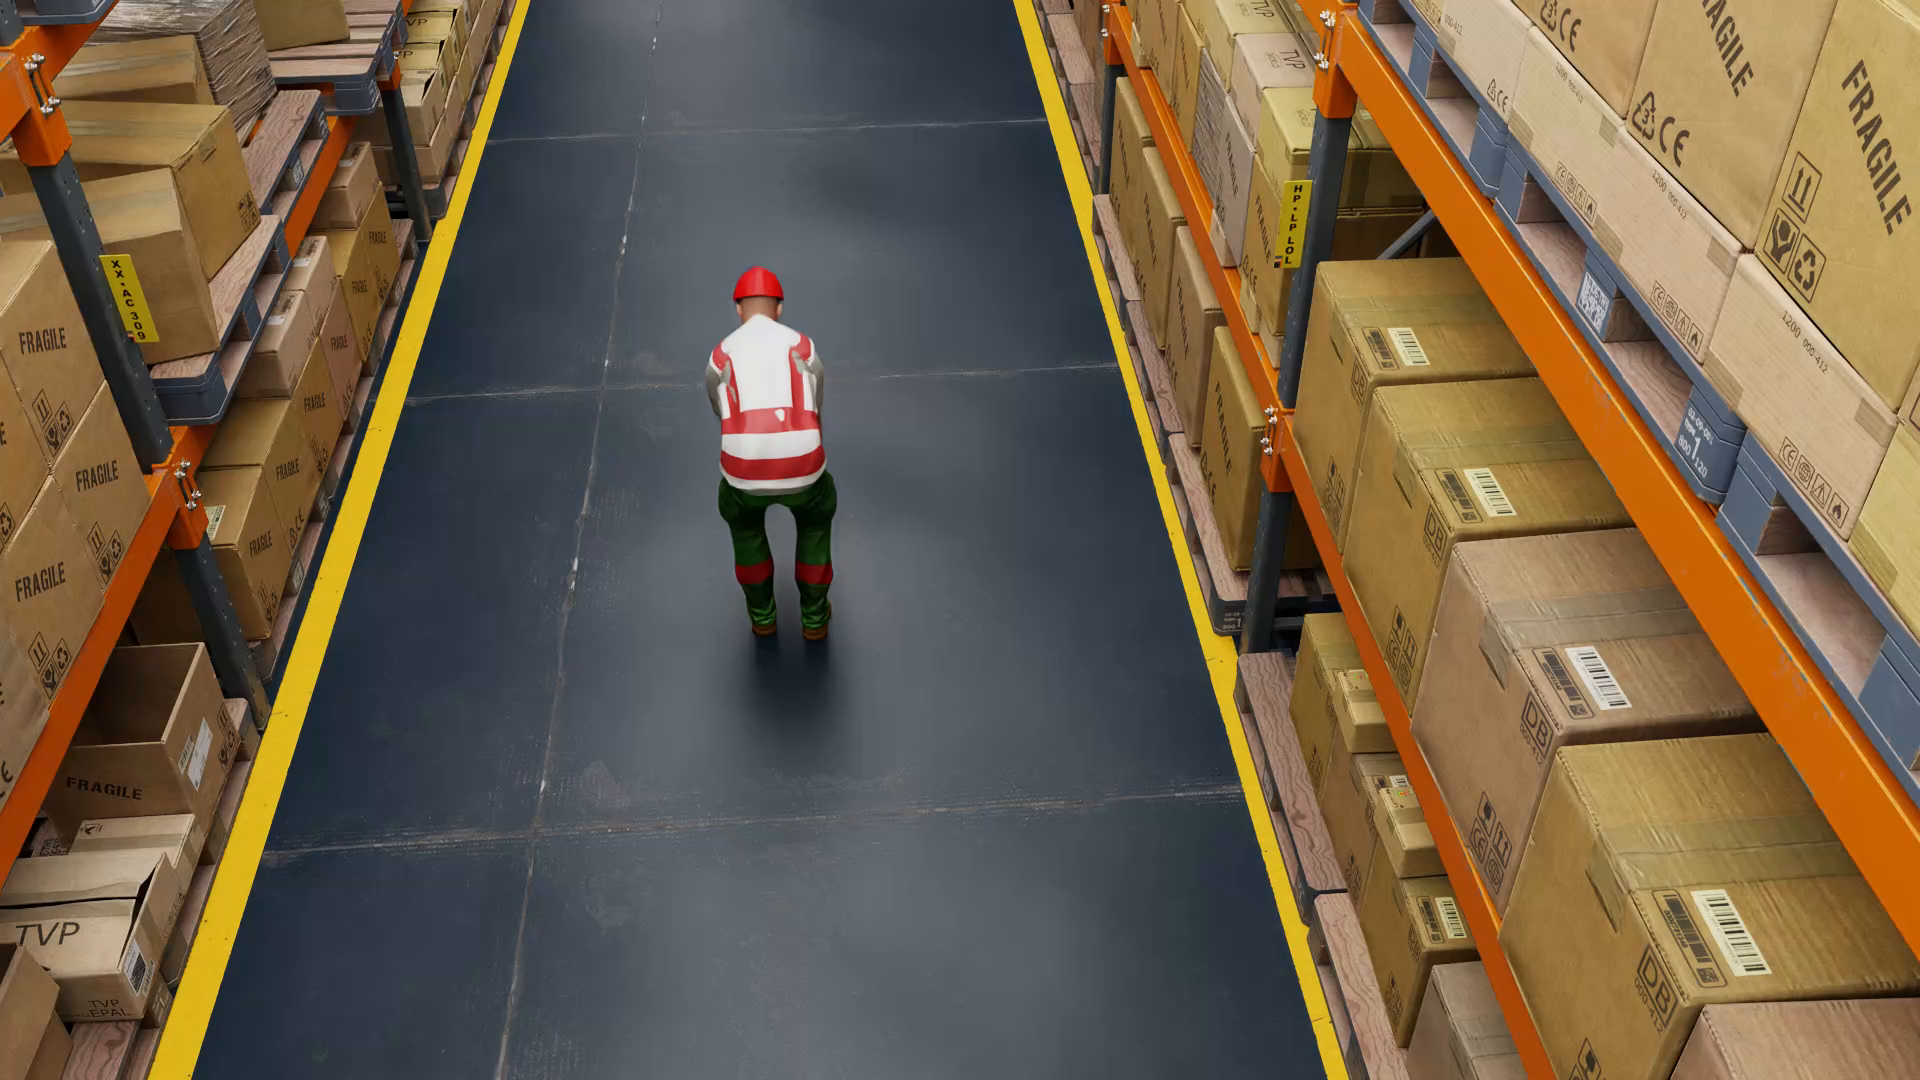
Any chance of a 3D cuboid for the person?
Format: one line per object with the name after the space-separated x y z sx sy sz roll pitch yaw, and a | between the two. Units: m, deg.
-0.763 -0.325 6.820 0.489 1.434 0.872 -4 39 -5 | person
